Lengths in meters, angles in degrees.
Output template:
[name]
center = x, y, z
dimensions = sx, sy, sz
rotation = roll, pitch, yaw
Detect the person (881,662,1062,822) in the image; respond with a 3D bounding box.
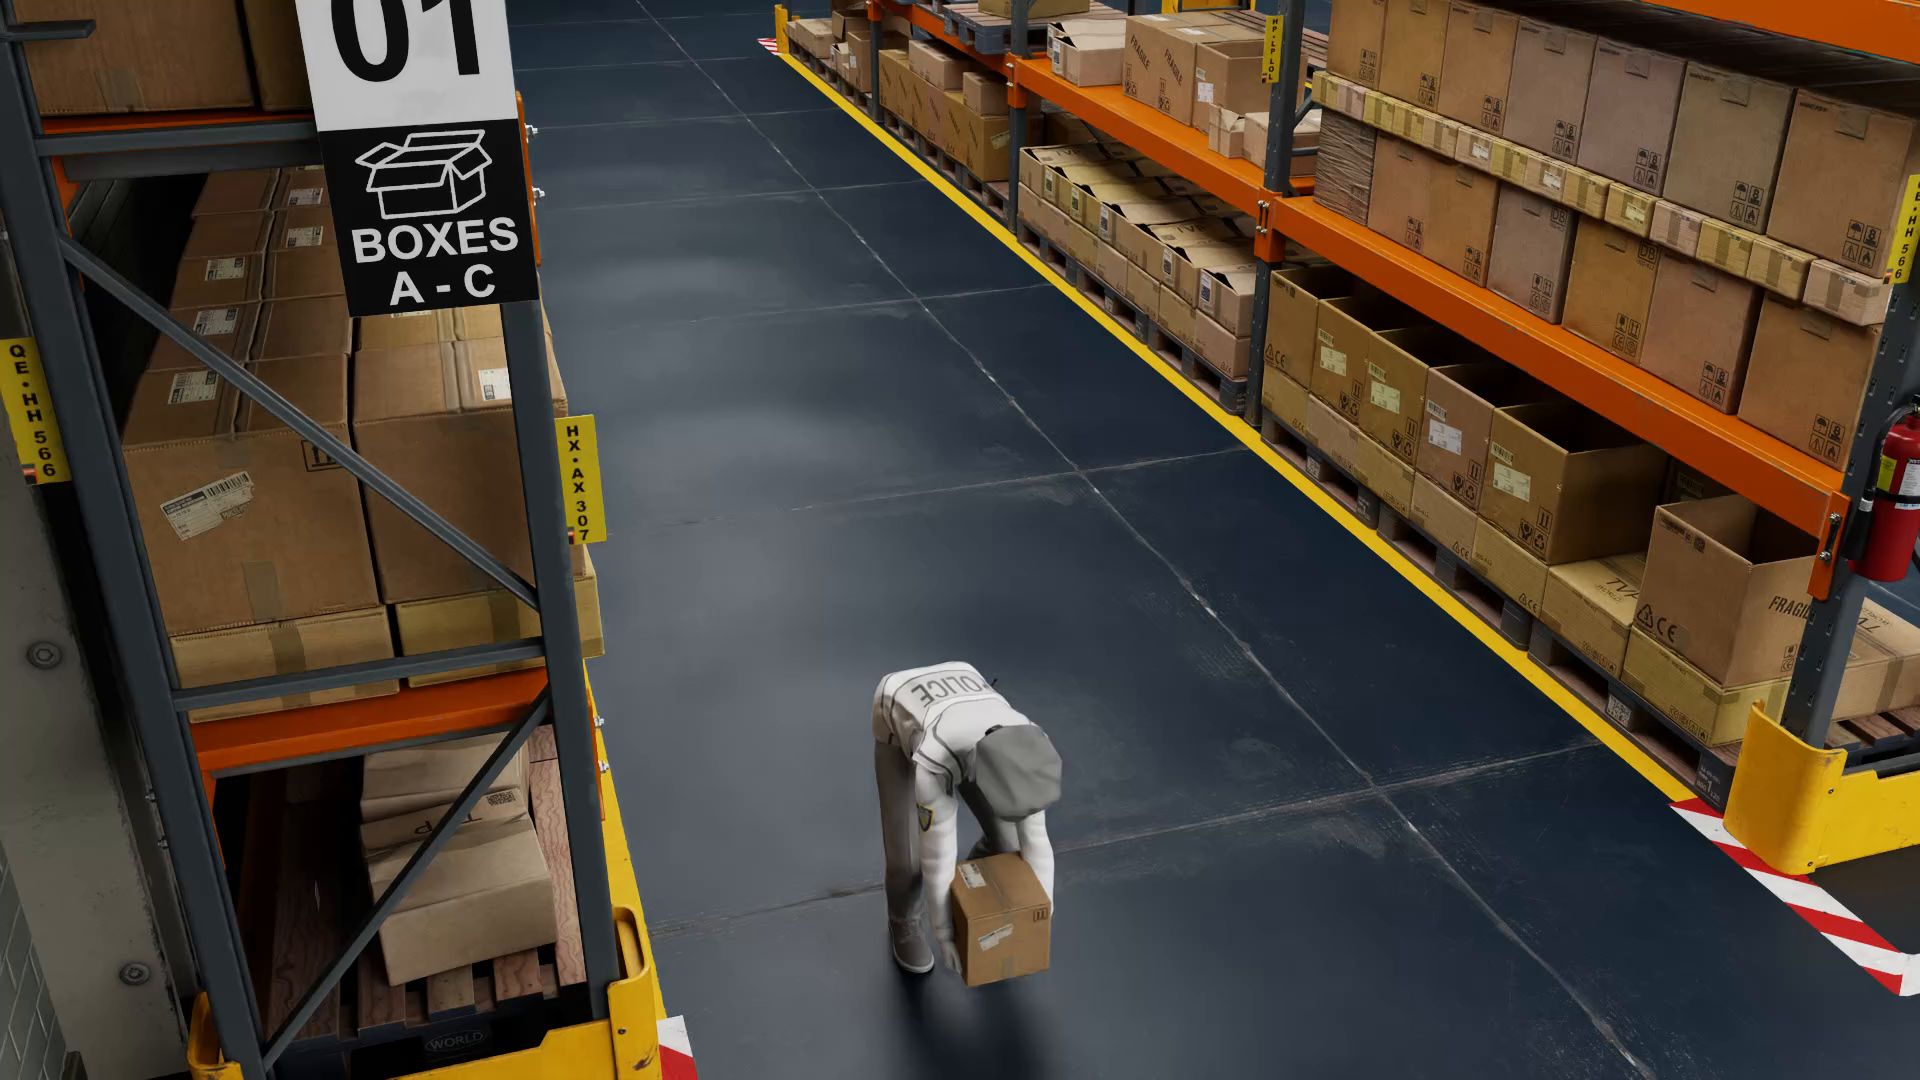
[person]
center = 0.032, 0.558, 4.822
dimensions = 0.384, 0.387, 0.910
rotation = -10, 28, -18
